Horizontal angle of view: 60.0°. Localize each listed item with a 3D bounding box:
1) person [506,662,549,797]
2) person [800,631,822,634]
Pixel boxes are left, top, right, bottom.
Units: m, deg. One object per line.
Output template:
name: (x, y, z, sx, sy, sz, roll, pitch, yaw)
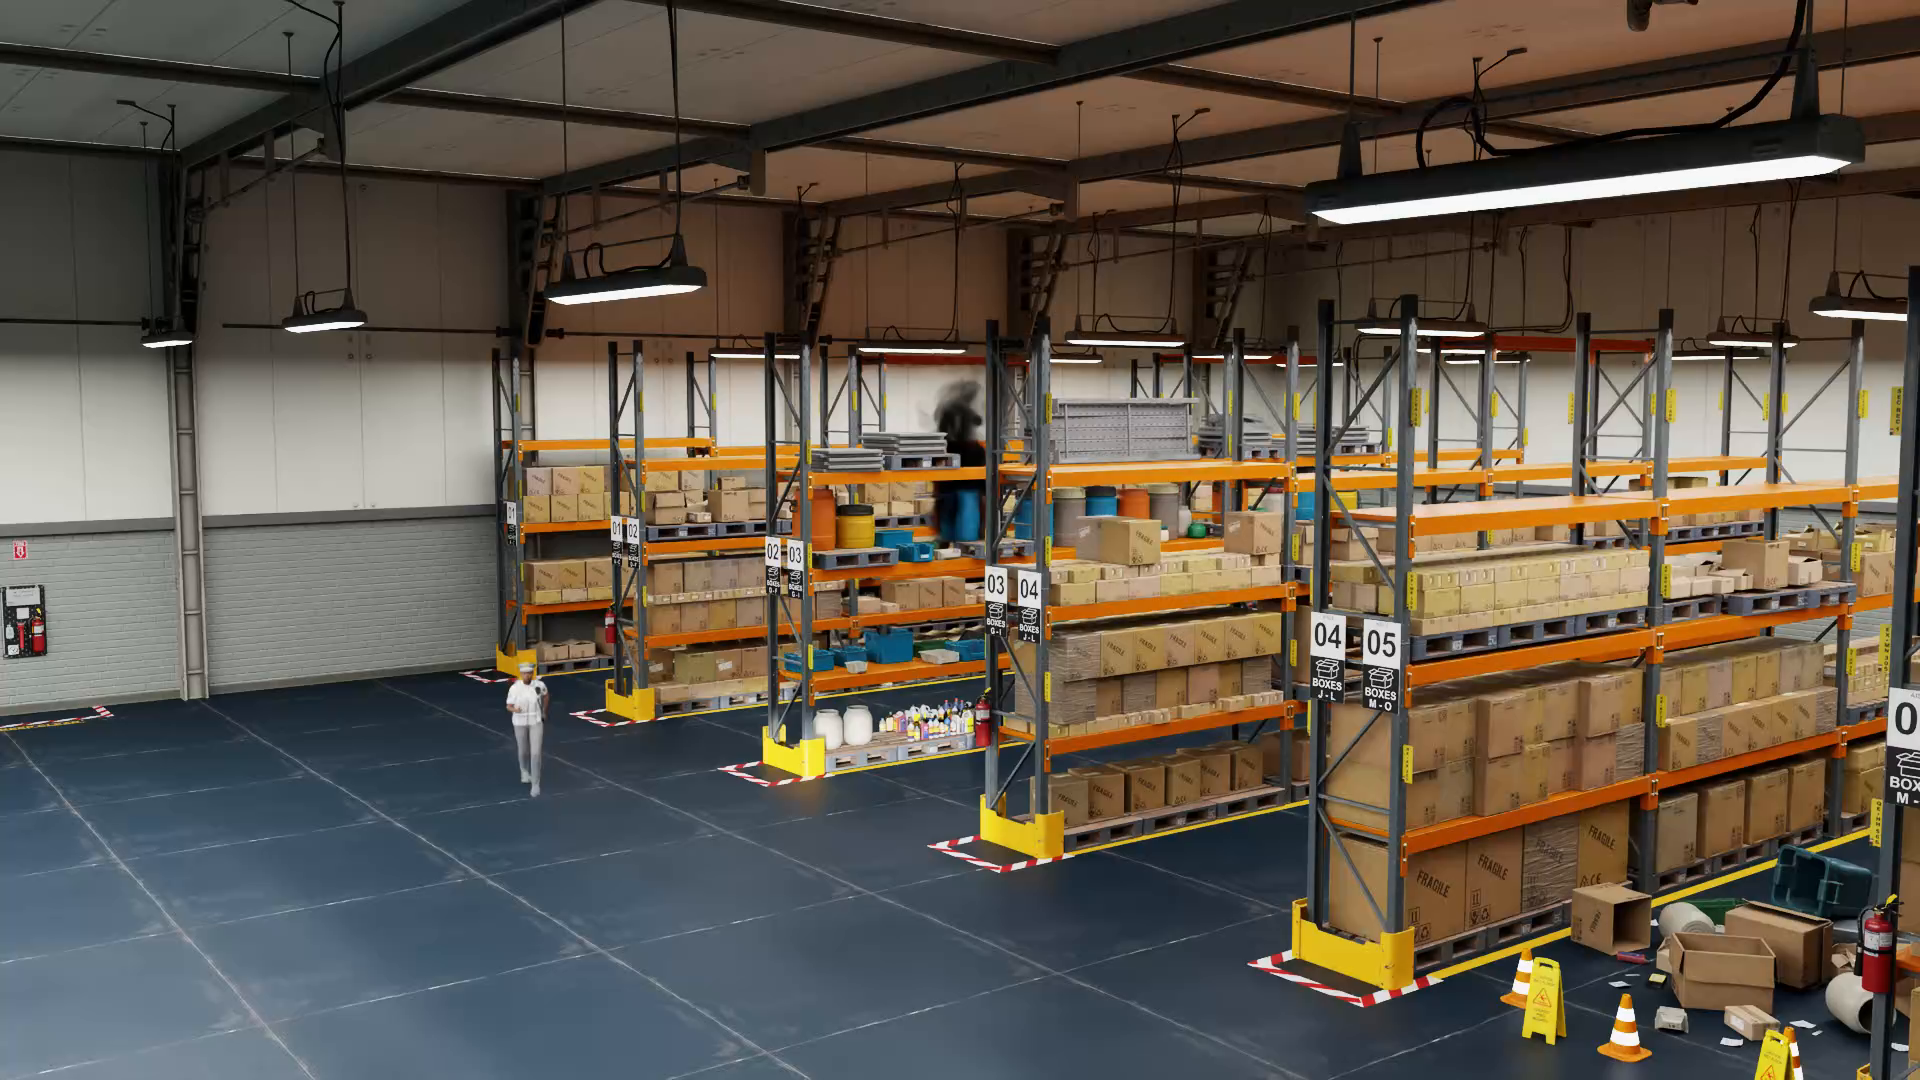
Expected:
person: (-5.634, 2.413, 21.693, 0.539, 1.705, 0.898, -1, 5, -13)
person: (-2.681, 1.582, 30.508, 0.826, 1.840, 0.650, -4, 7, -41)
